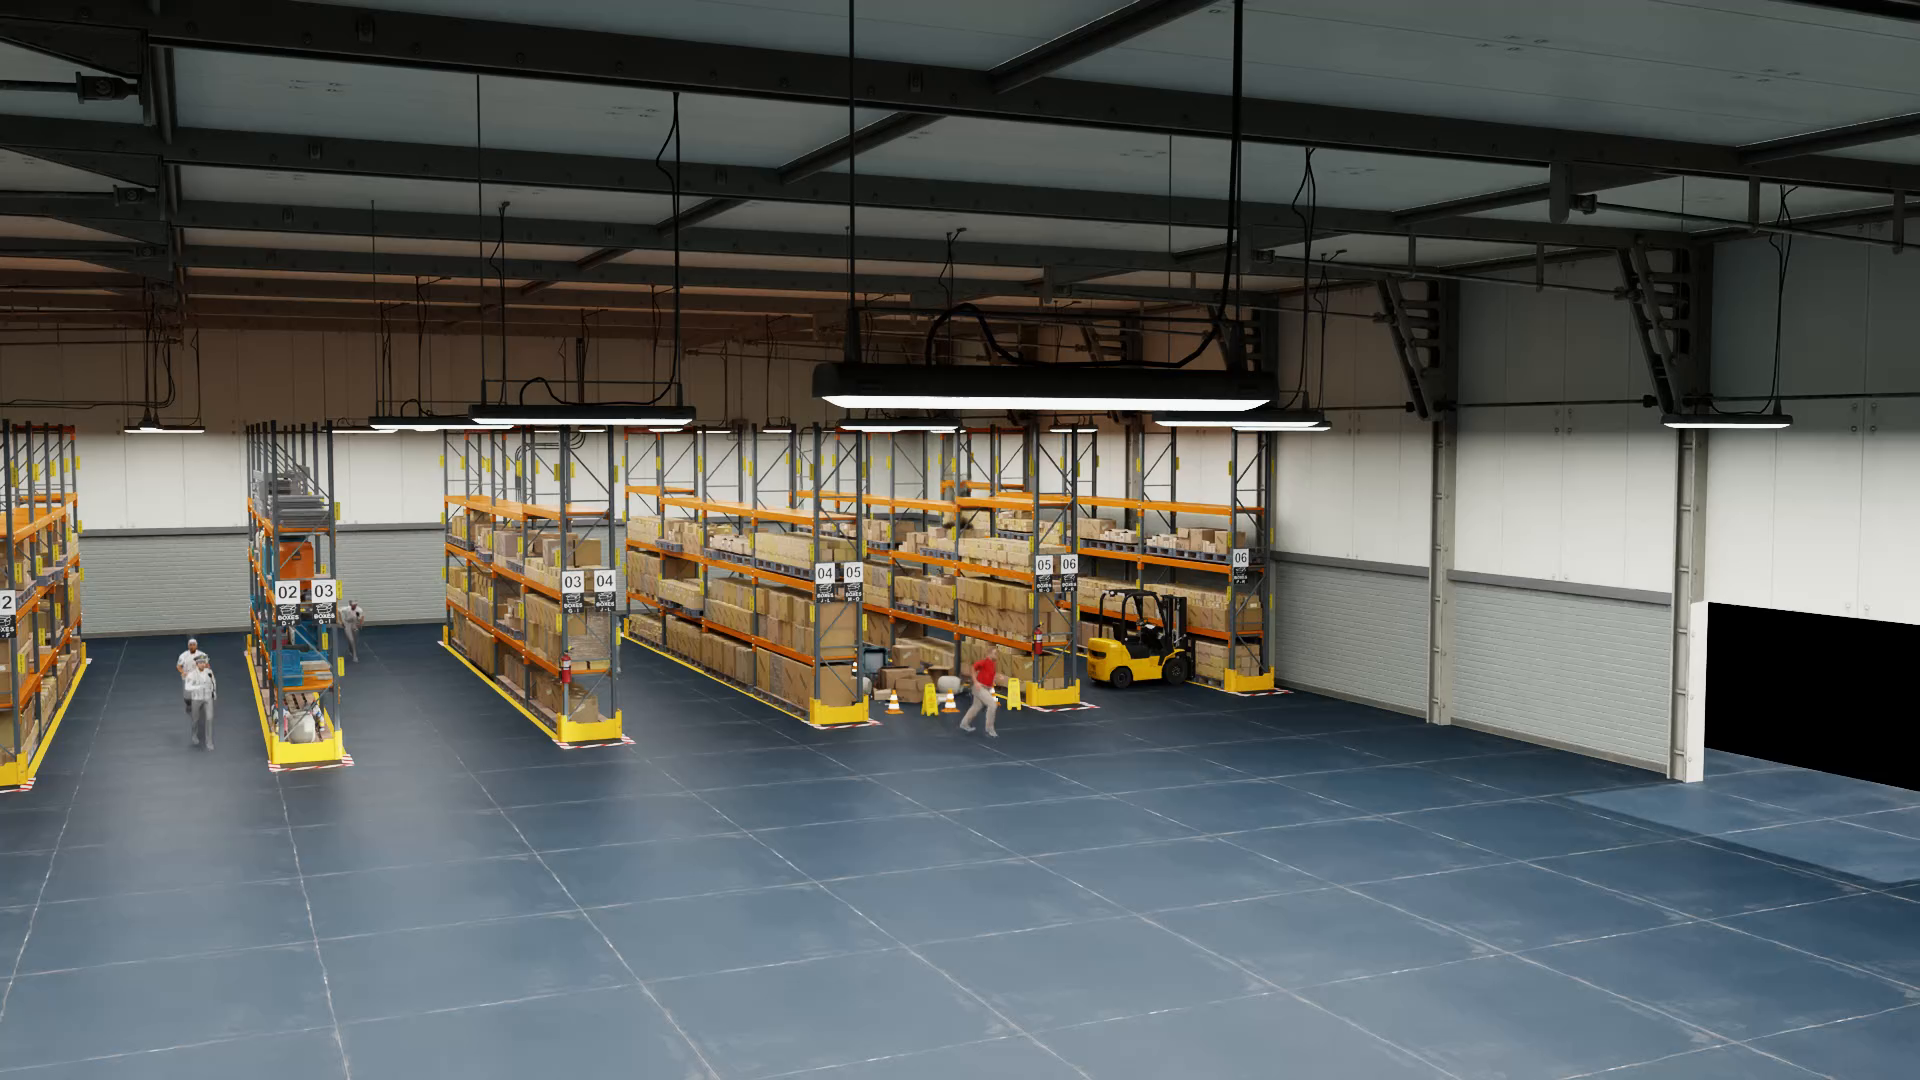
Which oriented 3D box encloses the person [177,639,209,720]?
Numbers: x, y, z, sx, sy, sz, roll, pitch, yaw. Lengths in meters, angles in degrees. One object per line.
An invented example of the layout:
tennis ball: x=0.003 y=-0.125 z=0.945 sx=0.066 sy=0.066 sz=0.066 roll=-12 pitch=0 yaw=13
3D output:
person: x=-15.502 y=2.810 z=33.636 sx=0.595 sy=1.622 sz=0.561 roll=-2 pitch=4 yaw=-25

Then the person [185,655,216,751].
person: x=-13.925 y=2.951 z=30.506 sx=0.589 sy=1.720 sz=0.883 roll=-3 pitch=5 yaw=-39

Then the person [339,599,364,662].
person: x=-15.580 y=2.294 z=42.564 sx=0.611 sy=1.627 sz=0.973 roll=-2 pitch=4 yaw=-26

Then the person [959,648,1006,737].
person: x=0.404 y=2.916 z=31.820 sx=0.932 sy=1.738 sz=0.676 roll=1 pitch=4 yaw=19

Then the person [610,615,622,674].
person: x=-8.420 y=2.398 z=40.251 sx=0.536 sy=1.609 sz=0.875 roll=-2 pitch=4 yaw=-30
